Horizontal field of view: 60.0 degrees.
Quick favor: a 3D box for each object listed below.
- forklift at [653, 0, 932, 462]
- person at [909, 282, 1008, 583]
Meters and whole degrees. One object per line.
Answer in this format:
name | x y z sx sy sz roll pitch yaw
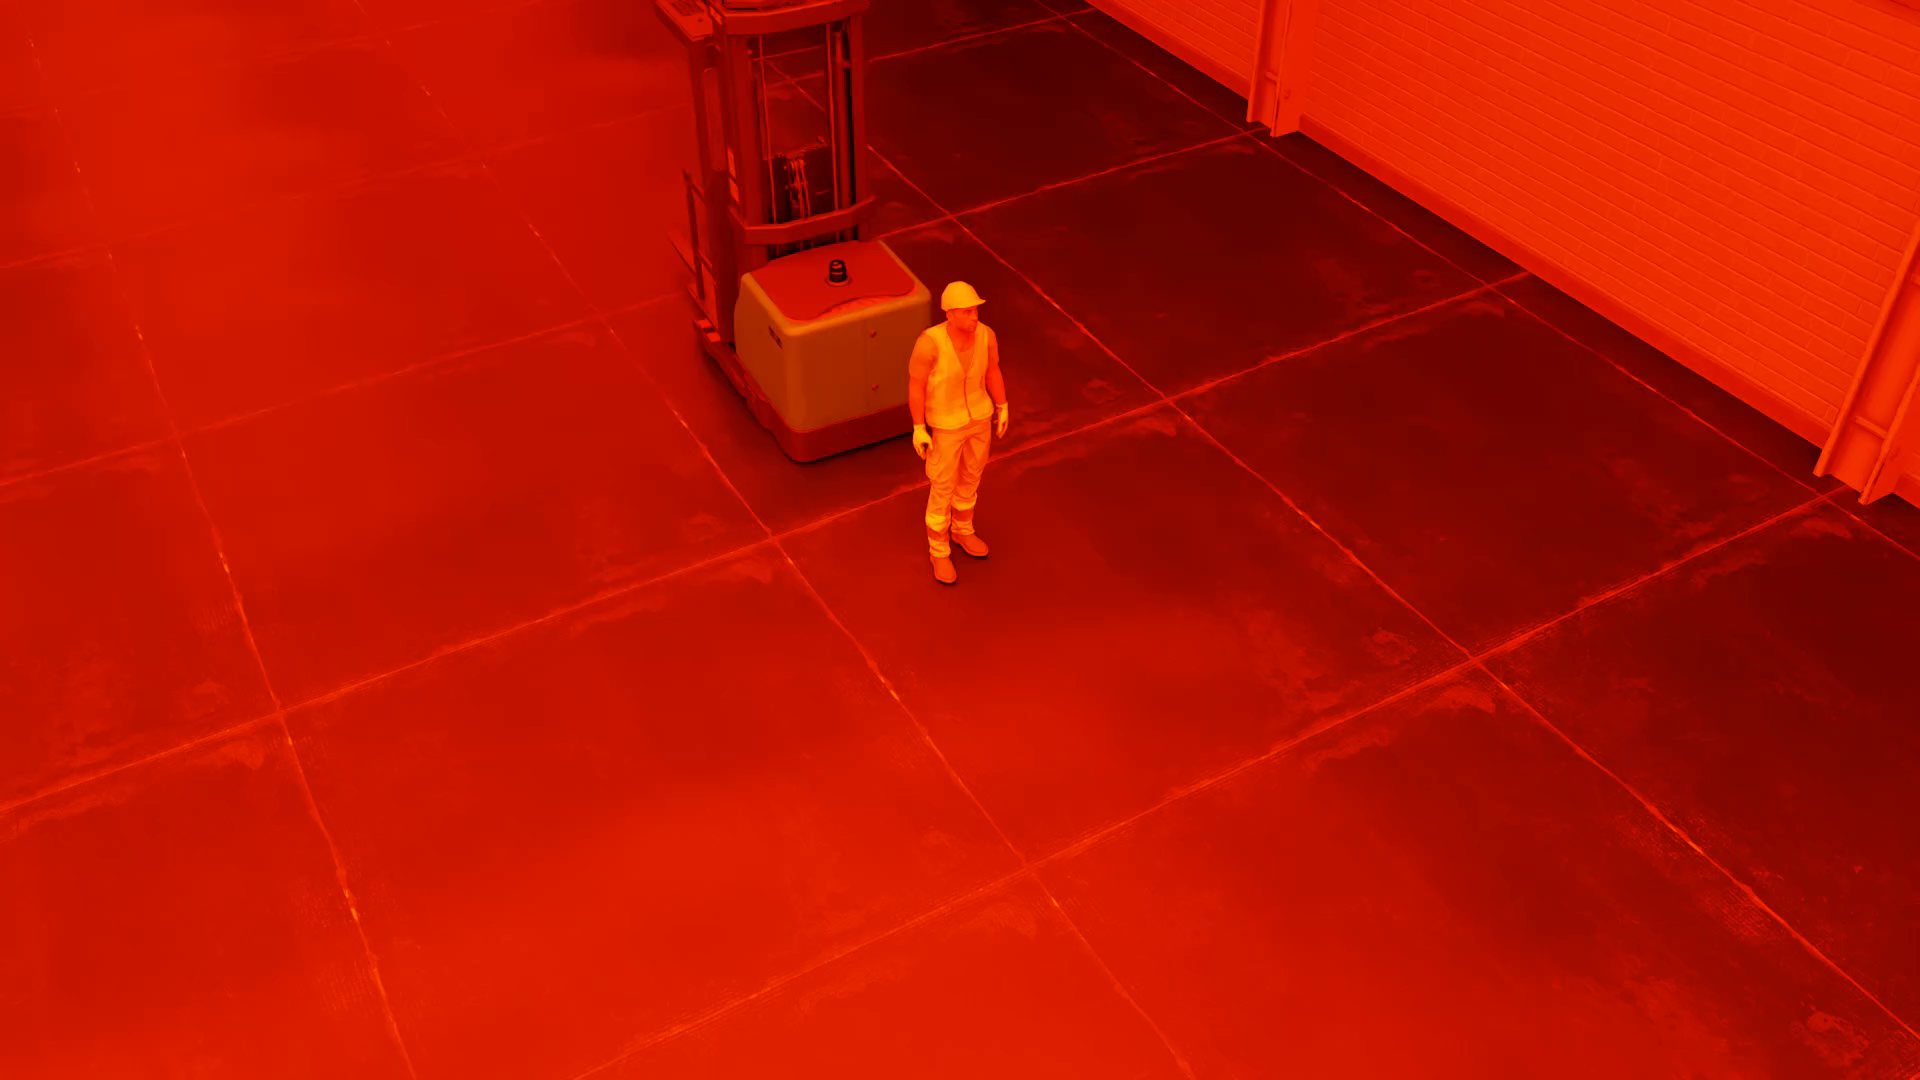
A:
forklift | -1.280 -2.570 11.134 1.130 2.935 3.031 -18 43 -20
person | 0.031 -0.646 9.698 0.638 1.789 0.562 -20 44 -23
